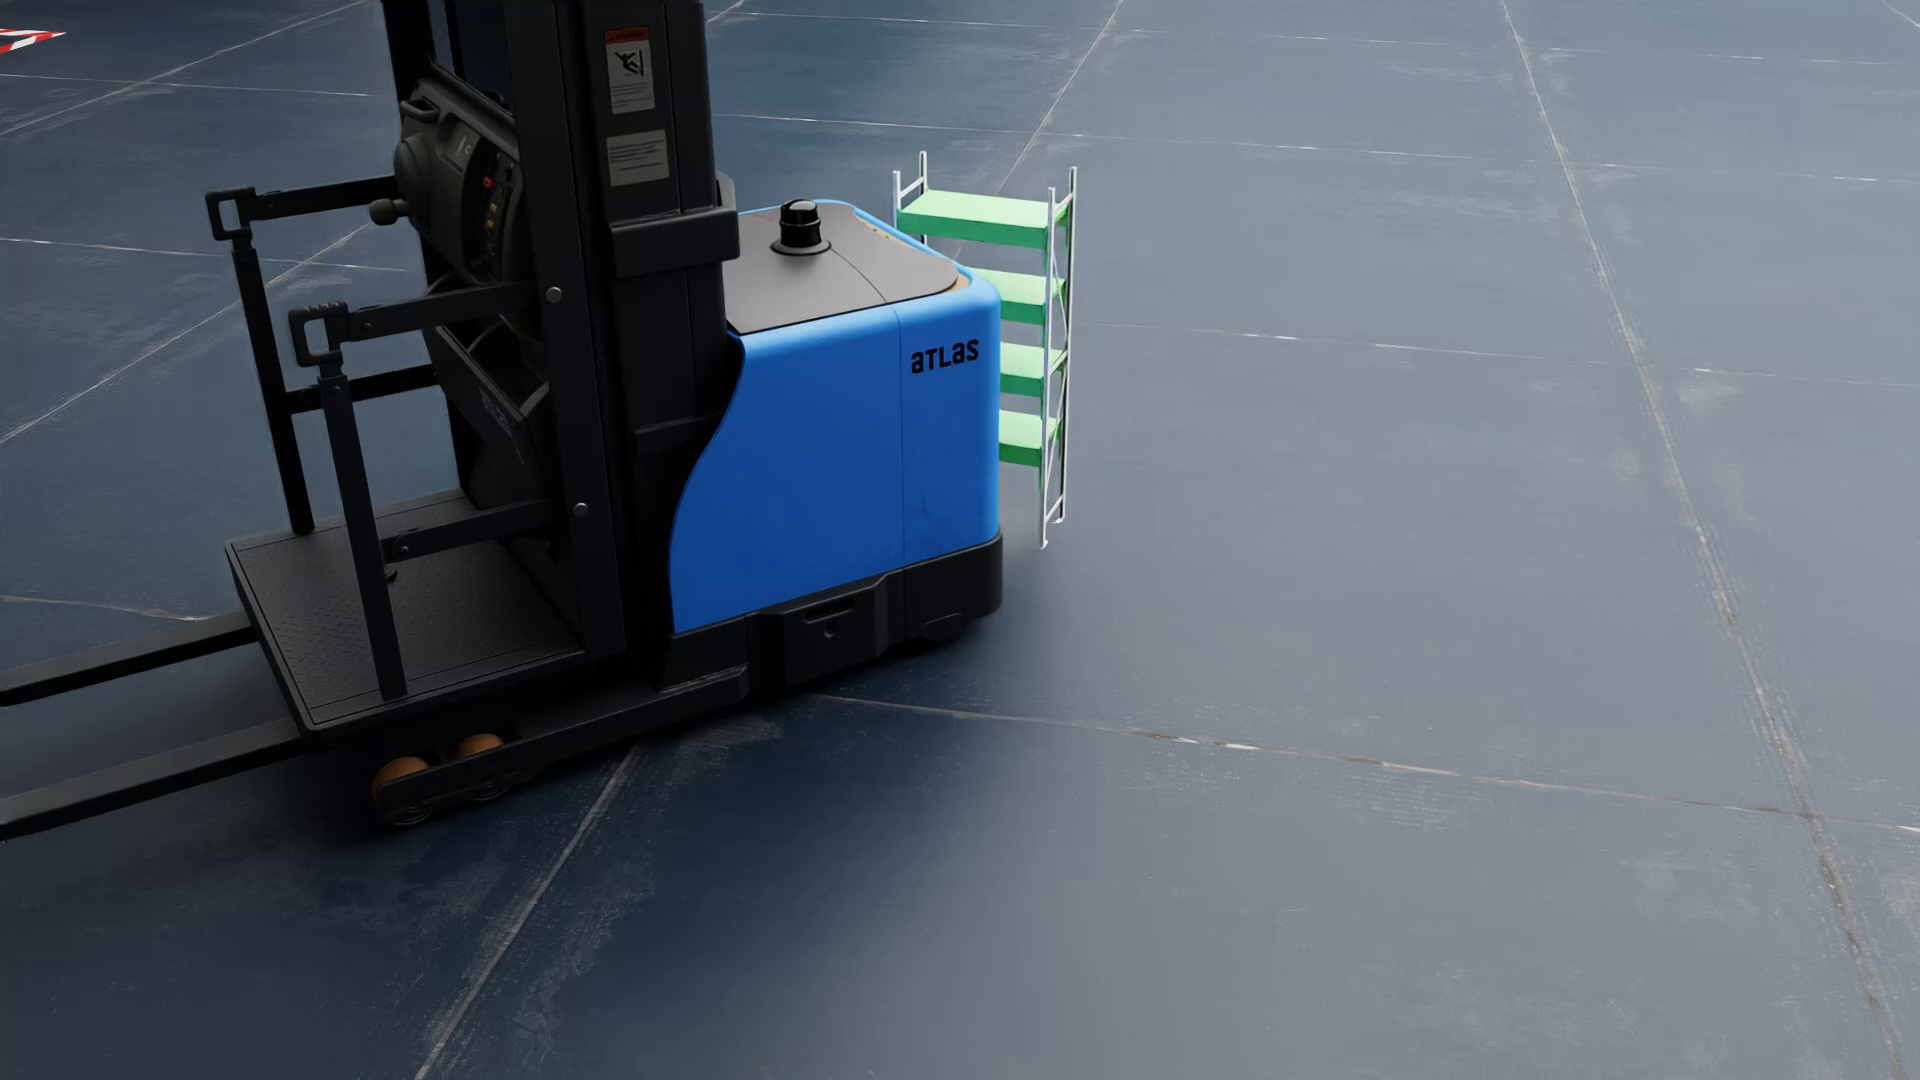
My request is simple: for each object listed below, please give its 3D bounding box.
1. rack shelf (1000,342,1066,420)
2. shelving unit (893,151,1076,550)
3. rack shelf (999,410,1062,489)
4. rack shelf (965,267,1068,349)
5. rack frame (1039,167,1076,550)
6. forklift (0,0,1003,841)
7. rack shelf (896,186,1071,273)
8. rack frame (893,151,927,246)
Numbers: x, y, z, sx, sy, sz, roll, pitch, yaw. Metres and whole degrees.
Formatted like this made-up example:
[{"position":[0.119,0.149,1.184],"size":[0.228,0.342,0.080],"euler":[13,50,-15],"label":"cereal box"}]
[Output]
[{"position":[0.075,-0.533,5.326],"size":[0.480,0.148,0.258],"euler":[10,30,18],"label":"rack shelf"},{"position":[0.075,-0.589,5.296],"size":[0.503,1.200,0.258],"euler":[10,30,18],"label":"shelving unit"},{"position":[0.075,-0.323,5.442],"size":[0.480,0.148,0.258],"euler":[10,30,18],"label":"rack shelf"},{"position":[0.075,-0.744,5.211],"size":[0.480,0.148,0.258],"euler":[10,30,18],"label":"rack shelf"},{"position":[0.305,-0.549,5.222],"size":[0.015,1.200,0.240],"euler":[10,30,18],"label":"rack frame"},{"position":[-1.401,-0.862,3.991],"size":[3.031,2.935,1.130],"euler":[-16,33,-27],"label":"forklift"},{"position":[0.075,-0.954,5.096],"size":[0.480,0.148,0.258],"euler":[10,30,18],"label":"rack shelf"},{"position":[-0.154,-0.630,5.369],"size":[0.015,1.200,0.240],"euler":[10,30,18],"label":"rack frame"}]
